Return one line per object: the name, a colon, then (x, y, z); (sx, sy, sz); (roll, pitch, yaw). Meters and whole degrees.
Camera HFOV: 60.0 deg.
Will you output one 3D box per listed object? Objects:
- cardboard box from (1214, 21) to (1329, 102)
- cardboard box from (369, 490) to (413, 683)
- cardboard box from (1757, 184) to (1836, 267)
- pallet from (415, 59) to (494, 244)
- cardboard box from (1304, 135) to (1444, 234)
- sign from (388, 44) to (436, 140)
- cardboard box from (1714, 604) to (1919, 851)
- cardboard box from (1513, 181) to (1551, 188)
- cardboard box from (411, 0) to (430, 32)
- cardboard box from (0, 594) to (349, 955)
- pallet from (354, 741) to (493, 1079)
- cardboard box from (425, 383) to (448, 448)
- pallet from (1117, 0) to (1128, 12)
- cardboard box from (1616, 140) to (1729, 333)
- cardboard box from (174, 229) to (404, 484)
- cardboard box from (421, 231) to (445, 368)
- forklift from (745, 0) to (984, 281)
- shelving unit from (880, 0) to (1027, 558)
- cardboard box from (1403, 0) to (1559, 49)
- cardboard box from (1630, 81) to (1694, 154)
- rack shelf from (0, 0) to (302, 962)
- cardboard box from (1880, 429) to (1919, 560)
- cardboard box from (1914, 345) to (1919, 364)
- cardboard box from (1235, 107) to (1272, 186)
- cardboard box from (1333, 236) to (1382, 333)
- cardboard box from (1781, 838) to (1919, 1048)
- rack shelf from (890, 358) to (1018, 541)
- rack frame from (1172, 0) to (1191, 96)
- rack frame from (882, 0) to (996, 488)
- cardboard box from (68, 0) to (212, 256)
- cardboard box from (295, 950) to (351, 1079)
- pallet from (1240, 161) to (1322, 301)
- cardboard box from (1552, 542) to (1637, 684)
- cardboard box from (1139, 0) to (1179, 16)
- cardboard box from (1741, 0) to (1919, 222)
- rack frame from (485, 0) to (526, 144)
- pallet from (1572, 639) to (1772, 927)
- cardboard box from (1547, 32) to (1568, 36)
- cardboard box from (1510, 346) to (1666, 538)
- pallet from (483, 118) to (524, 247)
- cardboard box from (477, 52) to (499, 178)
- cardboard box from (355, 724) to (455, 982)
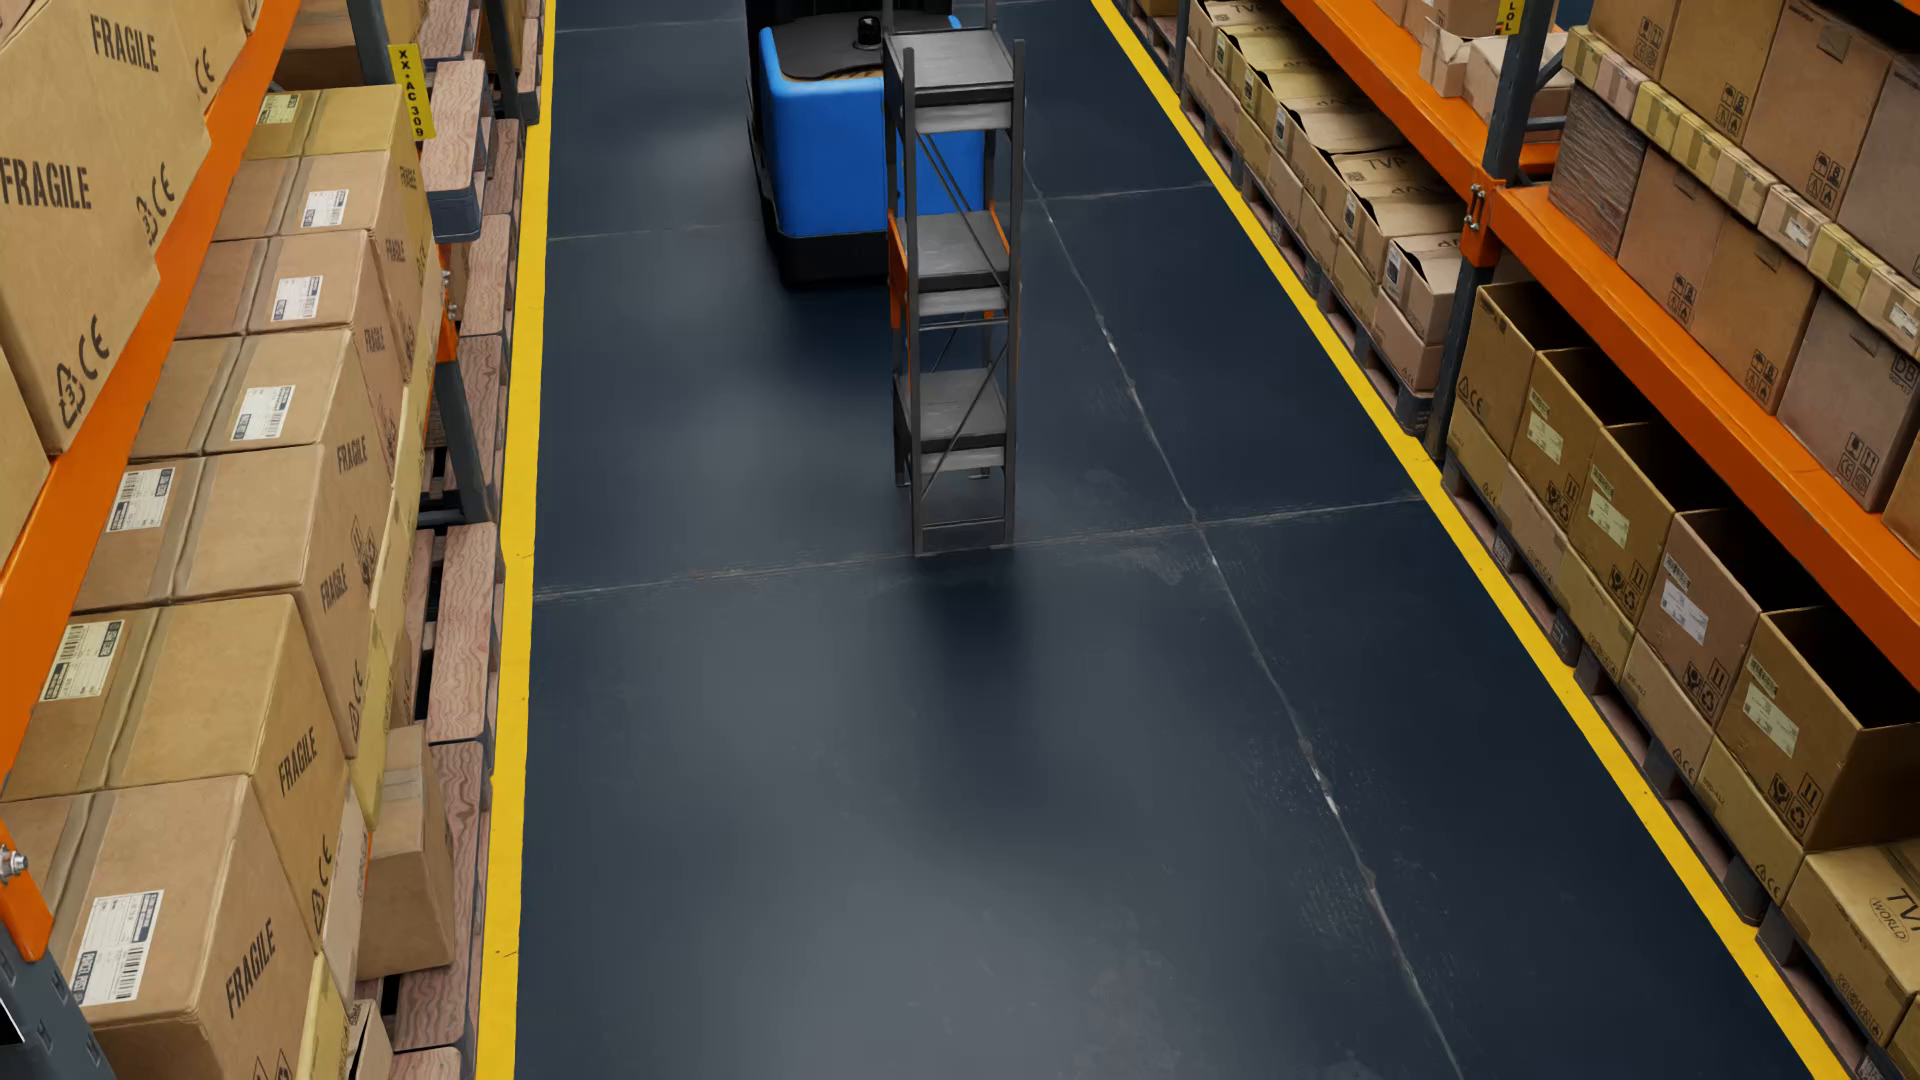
cardboard box: (1.729, -2.664, 9.176); (0.500, 0.311, 0.500); (-7, 38, -9)
cardboard box: (-1.696, 0.137, 4.235); (0.500, 0.250, 0.500); (-6, 38, -8)
cardboard box: (2.614, -0.945, 4.912); (0.380, 0.149, 0.250); (-7, 38, -9)
pallet: (-2.340, -1.477, 6.363); (1.003, 0.211, 1.213); (-6, 38, -8)
cardboard box: (1.991, -1.741, 7.988); (0.500, 0.311, 0.500); (-6, 38, -8)
sign: (-1.816, -1.481, 5.505); (0.100, 0.325, 0.005); (-6, 38, -8)
cardboard box: (2.652, 0.535, 4.905); (0.500, 0.500, 0.500); (-6, 38, -8)
cardboard box: (2.617, -1.492, 7.667); (0.500, 0.311, 0.500); (-7, 38, -8)
cardboard box: (-2.642, -2.333, 6.868); (0.700, 0.500, 0.500); (-1, 38, -2)
cardboard box: (-1.512, 0.475, 3.188); (0.500, 0.500, 0.500); (-6, 38, -8)
pallet: (-1.979, 1.166, 5.078); (1.003, 0.211, 1.213); (-6, 38, -8)
cardboard box: (-2.494, -0.705, 6.892); (0.700, 0.500, 0.500); (-5, 38, -6)
pallet: (1.522, -4.116, 11.876); (1.003, 0.211, 1.213); (-6, 38, -8)
cardboard box: (2.710, -1.065, 5.595); (0.700, 0.500, 0.500); (-7, 38, -8)
cardboard box: (-1.791, -0.462, 4.395); (0.500, 0.500, 0.500); (-7, 38, -9)
cardboard box: (-1.968, -0.771, 5.403); (0.500, 0.250, 0.500); (-6, 38, -8)
forklift: (-0.629, -3.353, 8.676); (1.130, 2.935, 3.031); (-6, 38, -8)
shelving unit: (-0.029, -0.929, 6.235); (0.431, 2.100, 0.503); (-6, 38, -8)
cardboard box: (2.316, -2.434, 7.357); (0.500, 0.500, 0.500); (-4, 38, -5)
cardboard box: (2.475, -1.416, 5.518); (0.380, 0.149, 0.250); (-7, 38, -9)
rack shelf: (-1.998, -0.768, 3.435); (1.077, 0.370, 4.000); (-6, 38, -8)
cardboard box: (2.981, -0.135, 4.397); (0.700, 0.500, 0.500); (-6, 38, -8)
cardboard box: (2.746, -0.483, 4.316); (0.380, 0.149, 0.250); (-5, 38, -7)
cardboard box: (1.815, -2.142, 8.961); (0.500, 0.250, 0.500); (-7, 38, -9)
cardboard box: (2.082, -1.216, 7.769); (0.500, 0.250, 0.500); (-7, 38, -9)
cardboard box: (2.744, 1.132, 4.747); (0.500, 0.250, 0.500); (-6, 38, -8)
rack shelf: (-0.029, -0.366, 6.672); (0.431, 0.518, 0.480); (-6, 38, -8)
rack frame: (1.826, -4.027, 9.488); (1.000, 3.000, 0.127); (-6, 38, -8)
rack frame: (-0.072, -1.077, 6.424); (0.400, 2.100, 0.015); (-6, 38, -8)
cardboard box: (-1.614, -0.762, 2.743); (0.500, 0.500, 0.500); (-5, 38, -6)
cardboard box: (-1.421, 1.063, 3.043); (0.500, 0.250, 0.500); (-7, 38, -9)
pallet: (2.142, -1.689, 8.752); (1.003, 0.211, 1.213); (-6, 38, -8)
cardboard box: (2.475, 0.227, 5.912); (0.500, 0.250, 0.500); (-6, 38, -8)
cardboard box: (1.431, -3.753, 10.815); (0.500, 0.500, 0.500); (-5, 38, -6)
cardboard box: (2.788, -1.288, 4.824); (0.700, 0.500, 0.500); (-6, 38, -8)
rack frame: (-3.050, -3.492, 8.800); (1.000, 3.000, 0.127); (-6, 38, -8)
pallet: (2.843, 0.713, 5.659); (1.003, 0.211, 1.213); (-6, 38, -8)
cardboard box: (2.573, -2.069, 7.173); (0.380, 0.149, 0.250); (-6, 38, -8)
cardboard box: (2.396, -0.372, 6.072); (0.500, 0.500, 0.500); (-6, 38, -8)
pallet: (-2.915, -1.919, 9.047); (1.003, 0.211, 1.213); (-6, 38, -8)
cardboard box: (-2.873, -2.249, 8.879); (0.700, 0.500, 0.500); (-6, 38, -7)
cardboard box: (-1.860, 0.933, 4.783); (0.700, 0.500, 0.500); (-9, 39, -11)
